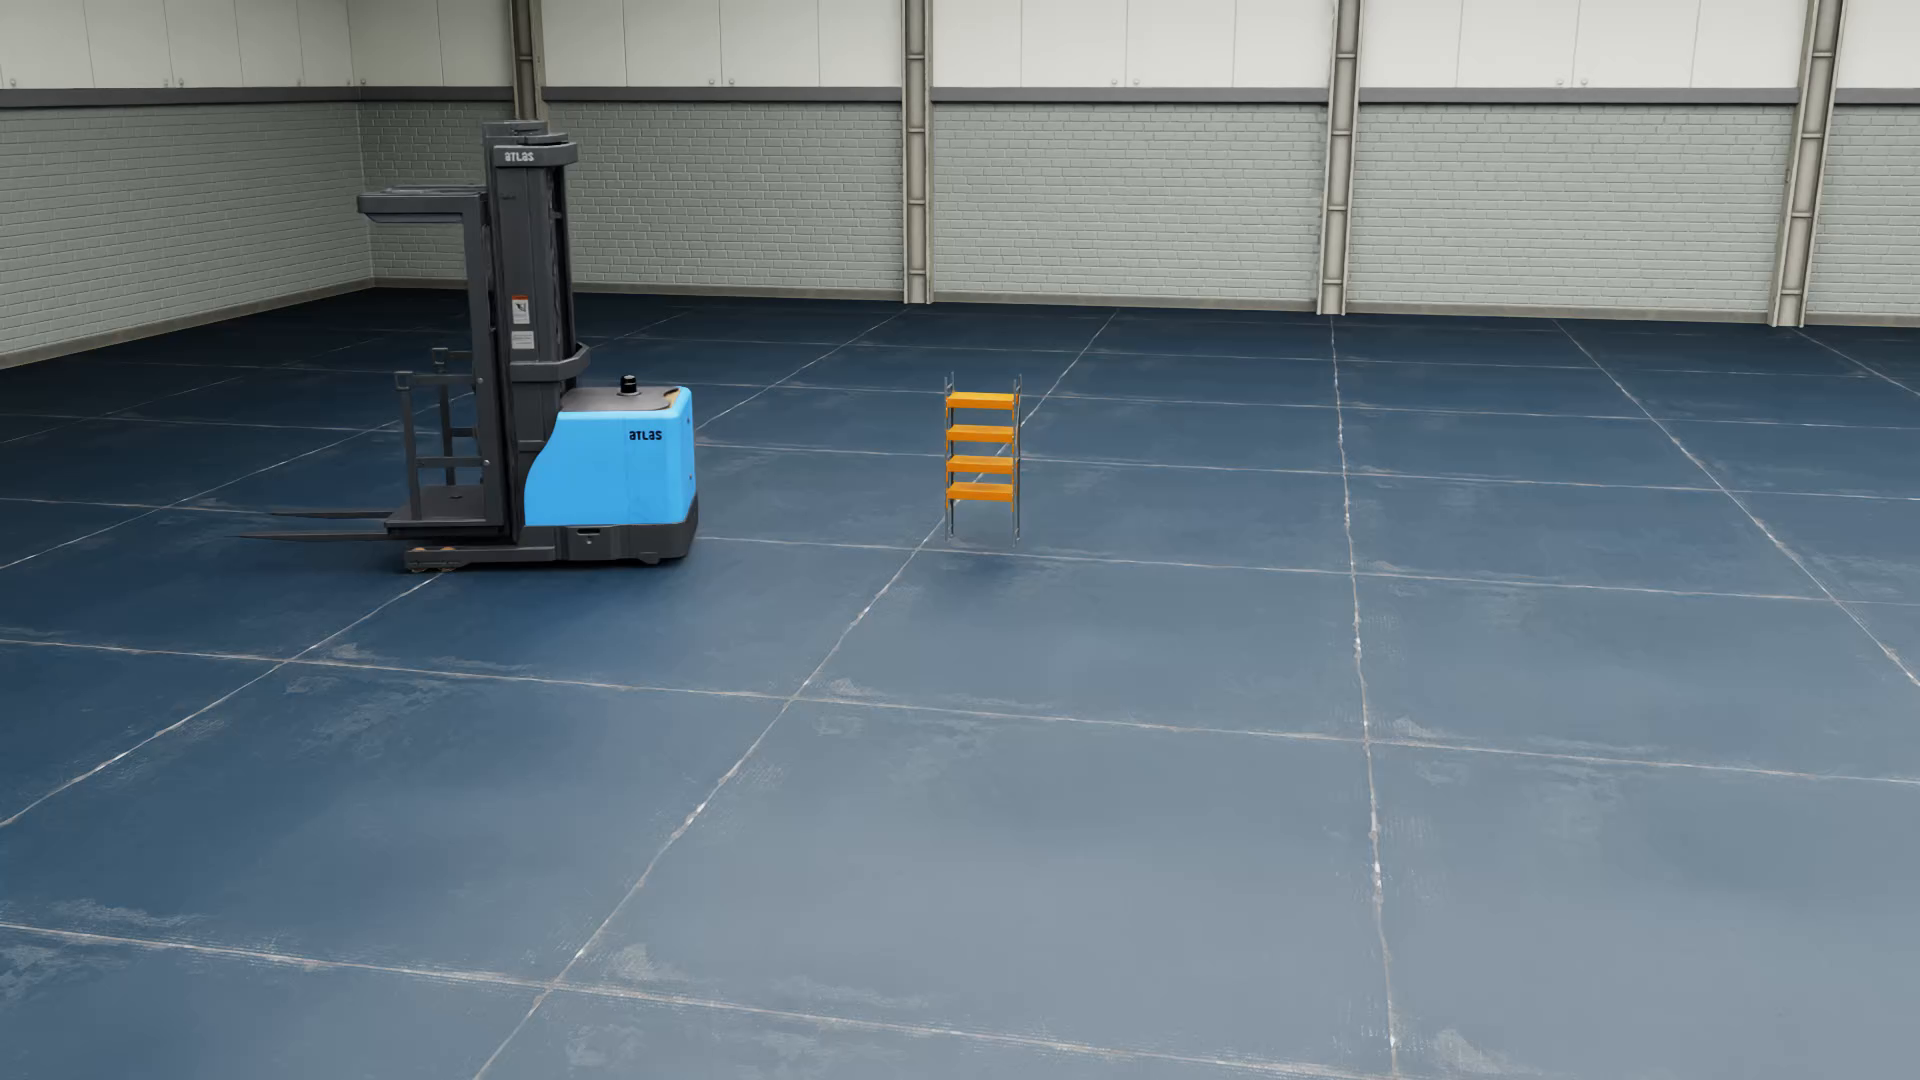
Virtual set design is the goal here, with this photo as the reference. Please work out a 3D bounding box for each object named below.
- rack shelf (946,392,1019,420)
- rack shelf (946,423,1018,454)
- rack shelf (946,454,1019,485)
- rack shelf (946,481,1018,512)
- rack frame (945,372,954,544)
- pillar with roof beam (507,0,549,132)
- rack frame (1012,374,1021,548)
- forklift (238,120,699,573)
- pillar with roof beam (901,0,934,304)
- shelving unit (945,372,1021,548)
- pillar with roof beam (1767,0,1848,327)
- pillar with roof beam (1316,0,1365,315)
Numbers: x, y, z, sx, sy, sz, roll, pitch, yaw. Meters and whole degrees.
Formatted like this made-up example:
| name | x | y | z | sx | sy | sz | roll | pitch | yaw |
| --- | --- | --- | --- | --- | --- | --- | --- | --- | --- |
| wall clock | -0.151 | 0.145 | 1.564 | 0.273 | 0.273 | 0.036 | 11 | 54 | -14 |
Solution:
| name | x | y | z | sx | sy | sz | roll | pitch | yaw |
| --- | --- | --- | --- | --- | --- | --- | --- | --- | --- |
| rack shelf | 0.162 | -0.948 | 11.695 | 0.480 | 0.148 | 0.258 | 3 | 16 | 11 |
| rack shelf | 0.162 | -0.720 | 11.758 | 0.480 | 0.148 | 0.258 | 3 | 16 | 11 |
| rack shelf | 0.162 | -0.505 | 11.818 | 0.480 | 0.148 | 0.258 | 3 | 16 | 11 |
| rack shelf | 0.162 | -0.313 | 11.871 | 0.480 | 0.148 | 0.258 | 3 | 16 | 11 |
| rack frame | -0.077 | -0.582 | 11.847 | 0.015 | 1.200 | 0.240 | 3 | 16 | 11 |
| pillar with roof beam | -7.350 | -7.071 | 20.663 | 0.400 | 9.000 | 9.100 | 3 | 16 | 11 |
| rack frame | 0.401 | -0.556 | 11.753 | 0.015 | 1.200 | 0.240 | 3 | 16 | 11 |
| forklift | -3.402 | -1.338 | 11.333 | 3.031 | 2.935 | 1.130 | -1 | 16 | -3 |
| pillar with roof beam | -1.470 | -6.752 | 19.511 | 0.400 | 9.000 | 9.100 | 3 | 16 | 11 |
| shelving unit | 0.162 | -0.569 | 11.800 | 0.503 | 1.200 | 0.258 | 3 | 16 | 11 |
| pillar with roof beam | 10.289 | -6.114 | 17.206 | 0.400 | 9.000 | 9.100 | 3 | 16 | 11 |
| pillar with roof beam | 4.410 | -6.433 | 18.359 | 0.400 | 9.000 | 9.100 | 3 | 16 | 11 |
